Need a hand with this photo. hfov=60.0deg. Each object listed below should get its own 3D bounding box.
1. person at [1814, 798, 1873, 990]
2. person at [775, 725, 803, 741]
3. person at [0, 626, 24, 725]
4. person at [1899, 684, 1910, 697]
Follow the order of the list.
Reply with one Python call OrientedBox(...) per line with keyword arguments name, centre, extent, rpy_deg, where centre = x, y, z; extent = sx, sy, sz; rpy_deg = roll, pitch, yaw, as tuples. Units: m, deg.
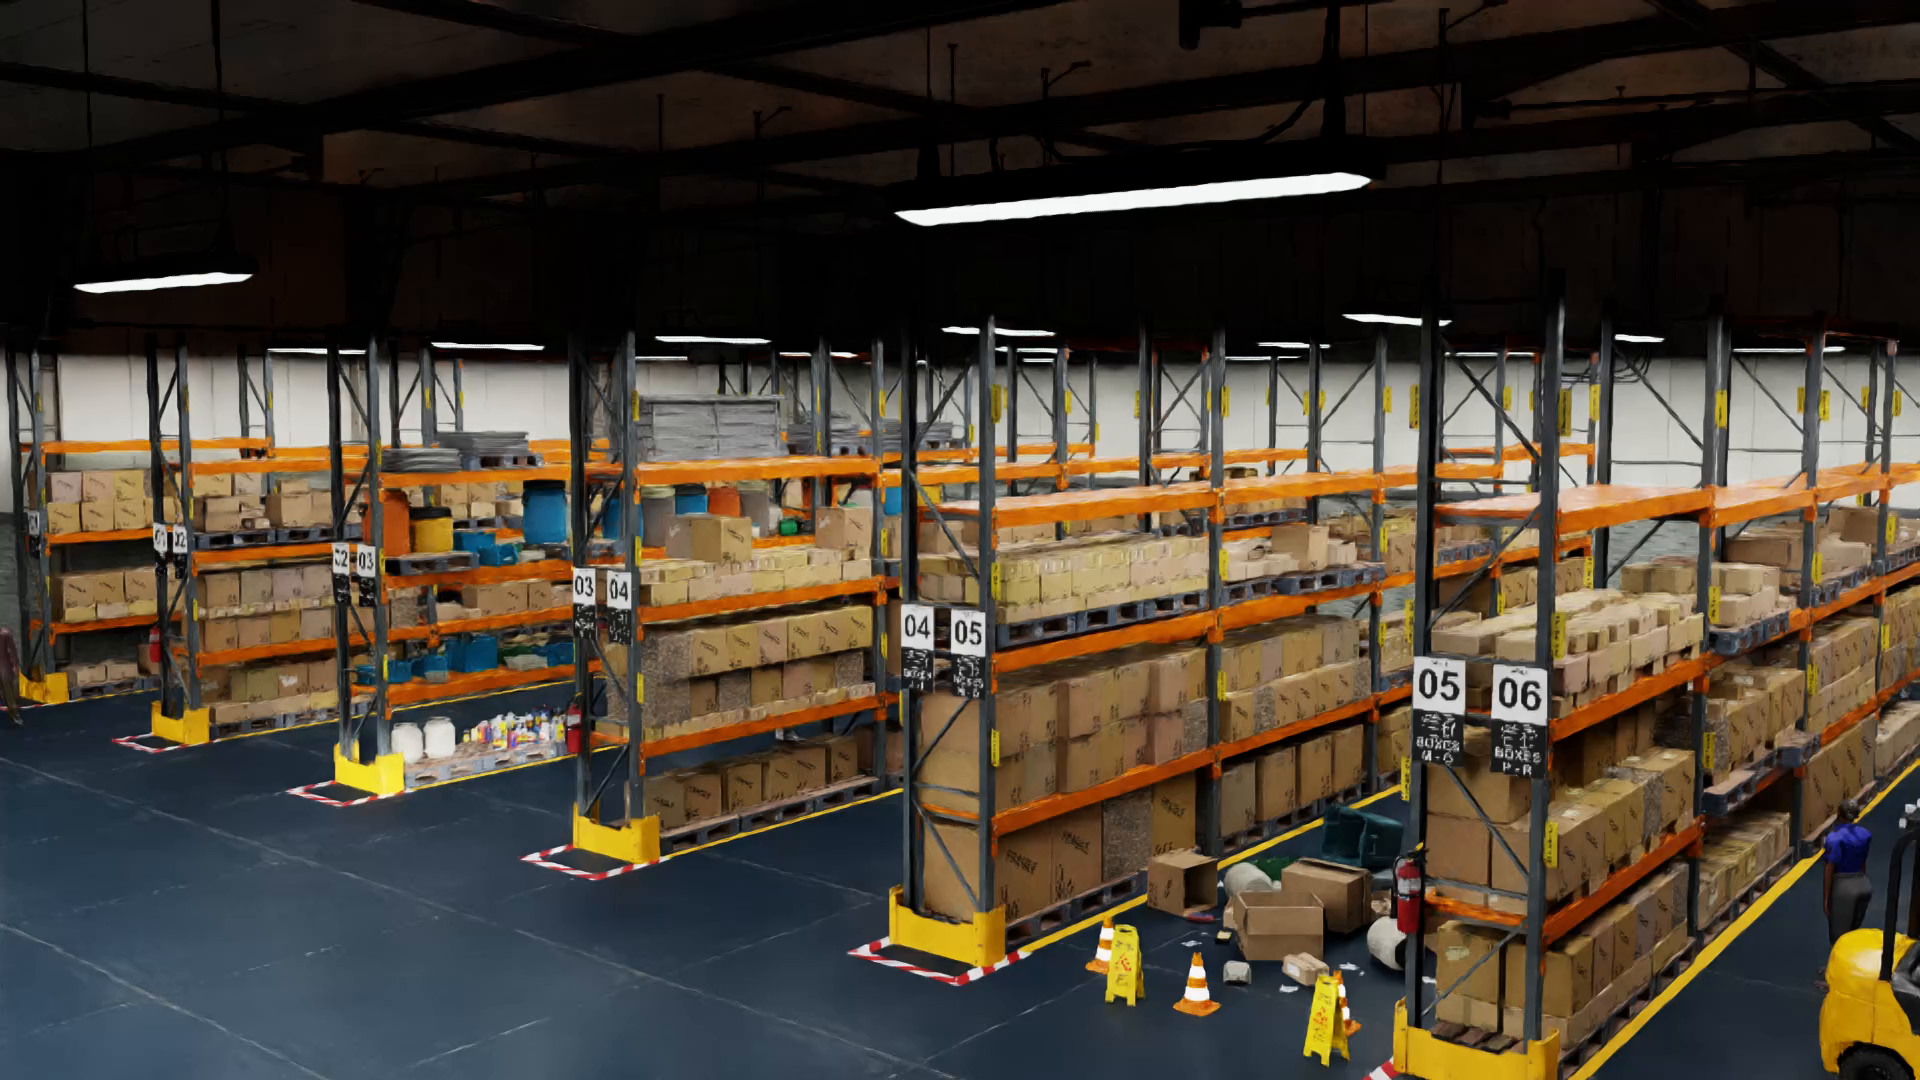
OrientedBox(name="person", centre=(7.614, 3.038, 14.376), extent=(0.498, 1.662, 0.464), rpy_deg=(-2, 5, -20))
OrientedBox(name="person", centre=(-2.507, 2.130, 24.465), extent=(0.414, 1.675, 0.516), rpy_deg=(1, 5, 11))
OrientedBox(name="person", centre=(-14.791, 1.980, 25.551), extent=(0.766, 1.748, 0.578), rpy_deg=(-1, 5, -16))
OrientedBox(name="person", centre=(15.712, 1.769, 28.073), extent=(0.614, 1.768, 0.566), rpy_deg=(1, 5, 6))
